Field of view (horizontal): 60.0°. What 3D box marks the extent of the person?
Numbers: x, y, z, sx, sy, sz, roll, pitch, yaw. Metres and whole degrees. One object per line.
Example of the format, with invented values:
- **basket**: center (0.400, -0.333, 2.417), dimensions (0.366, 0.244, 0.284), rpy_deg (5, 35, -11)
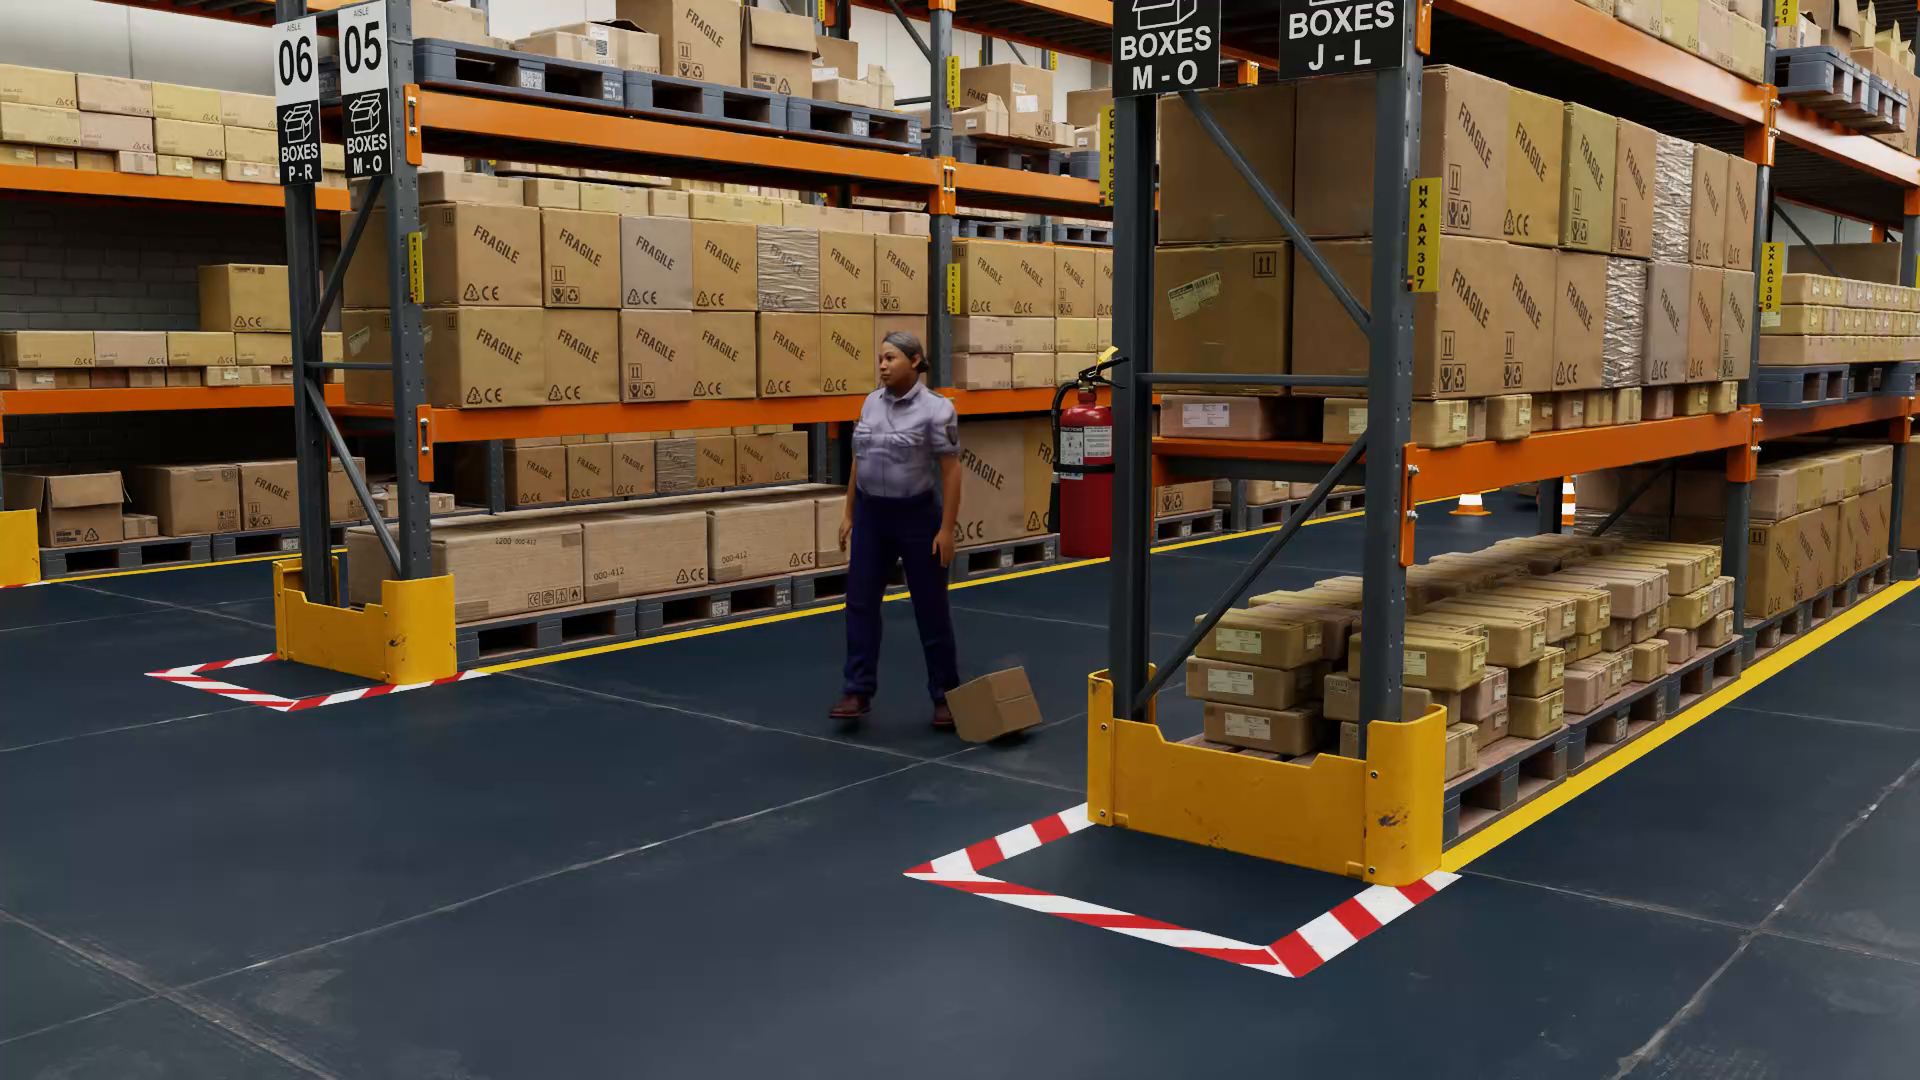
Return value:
- **person**: center (-0.277, -0.046, 6.986), dimensions (0.588, 1.652, 0.501), rpy_deg (4, 8, 29)
